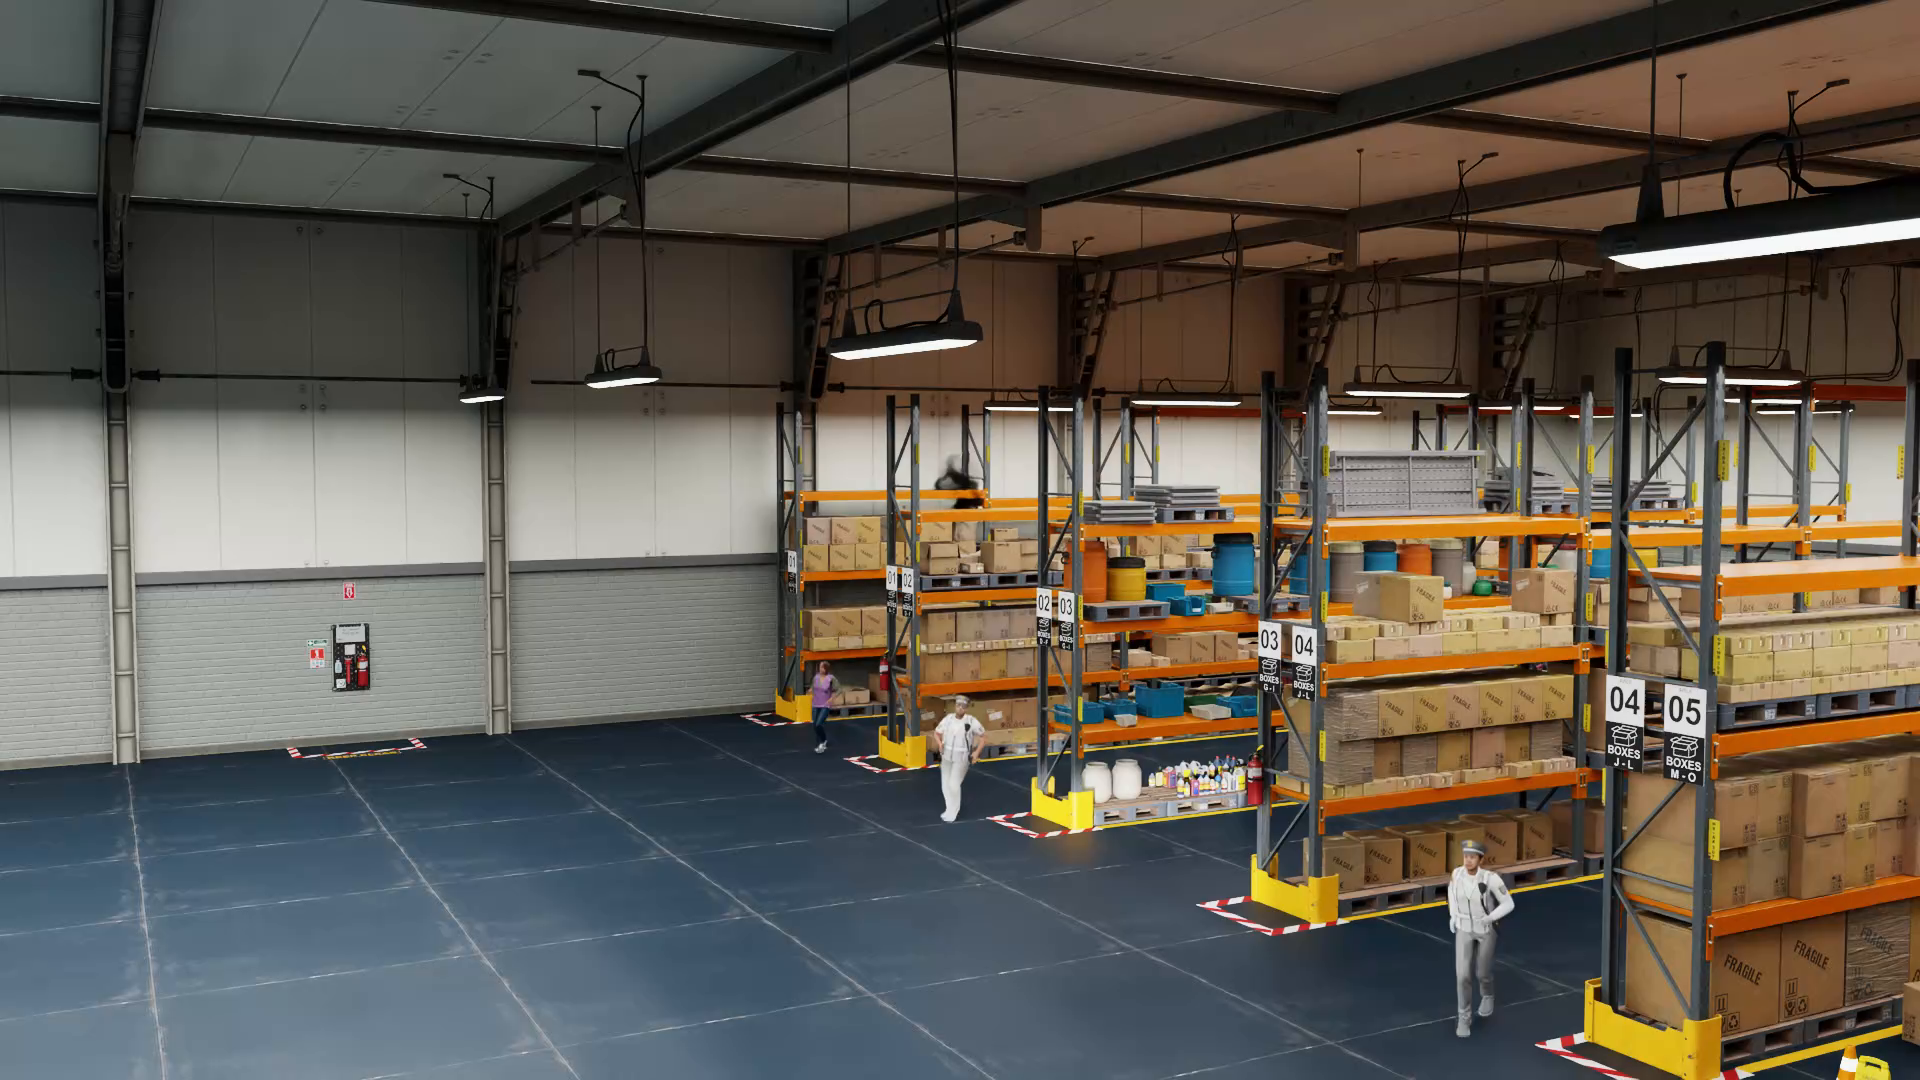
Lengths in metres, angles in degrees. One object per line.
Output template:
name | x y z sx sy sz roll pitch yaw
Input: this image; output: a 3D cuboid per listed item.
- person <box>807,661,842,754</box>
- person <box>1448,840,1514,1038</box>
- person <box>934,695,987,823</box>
person | -2.293 2.796 27.713 0.542 1.568 0.614 2 4 28
person | 4.613 3.502 14.752 0.620 1.769 0.732 2 4 32
person | -0.037 3.004 22.799 0.712 1.768 0.629 1 3 21
